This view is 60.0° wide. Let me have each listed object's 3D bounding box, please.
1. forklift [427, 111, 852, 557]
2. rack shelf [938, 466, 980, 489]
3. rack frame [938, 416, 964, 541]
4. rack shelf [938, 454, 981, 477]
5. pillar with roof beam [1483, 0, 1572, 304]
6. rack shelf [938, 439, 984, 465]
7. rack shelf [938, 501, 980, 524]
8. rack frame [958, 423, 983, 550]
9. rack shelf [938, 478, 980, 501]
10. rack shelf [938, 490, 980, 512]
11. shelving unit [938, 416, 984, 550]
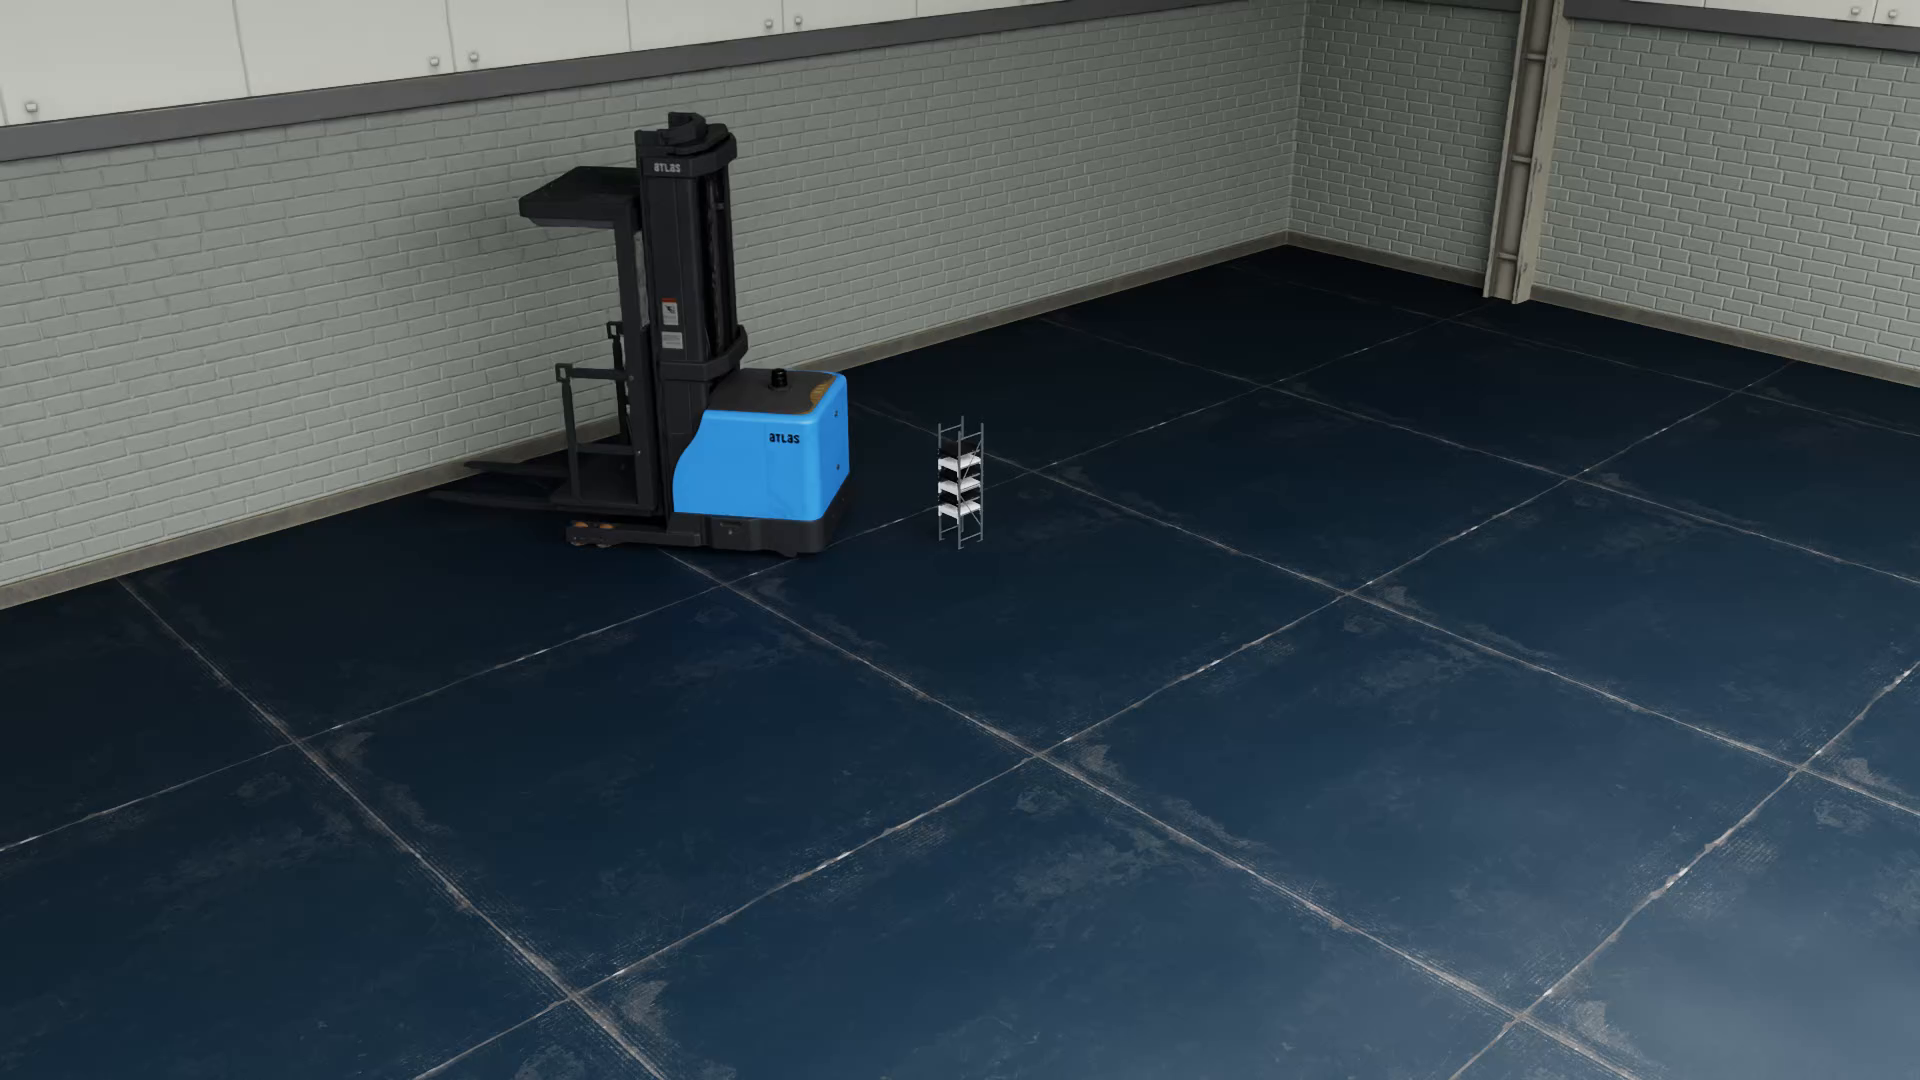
[{"bbox_3d":[-2.376,-1.488,11.778,3.031,2.935,1.130,4,25,9],"label":"forklift"},{"bbox_3d":[0.006,-0.459,11.831,0.258,0.077,0.200,-21,32,-38],"label":"rack shelf"},{"bbox_3d":[-0.064,-0.438,11.922,0.240,0.900,0.006,-21,32,-38],"label":"rack frame"},{"bbox_3d":[0.006,-0.540,11.794,0.258,0.077,0.200,-21,32,-38],"label":"rack shelf"},{"bbox_3d":[2.677,-5.455,13.162,9.100,9.000,0.400,-21,32,-38],"label":"pillar with roof beam"},{"bbox_3d":[0.006,-0.622,11.756,0.258,0.077,0.200,-21,32,-38],"label":"rack shelf"},{"bbox_3d":[0.006,-0.213,11.943,0.258,0.077,0.200,-21,32,-38],"label":"rack shelf"},{"bbox_3d":[0.075,-0.376,11.787,0.240,0.900,0.006,-21,32,-38],"label":"rack frame"},{"bbox_3d":[0.006,-0.377,11.868,0.258,0.077,0.200,-21,32,-38],"label":"rack shelf"},{"bbox_3d":[0.006,-0.295,11.906,0.258,0.077,0.200,-21,32,-38],"label":"rack shelf"},{"bbox_3d":[0.006,-0.407,11.855,0.258,0.900,0.210,-21,32,-38],"label":"shelving unit"}]
